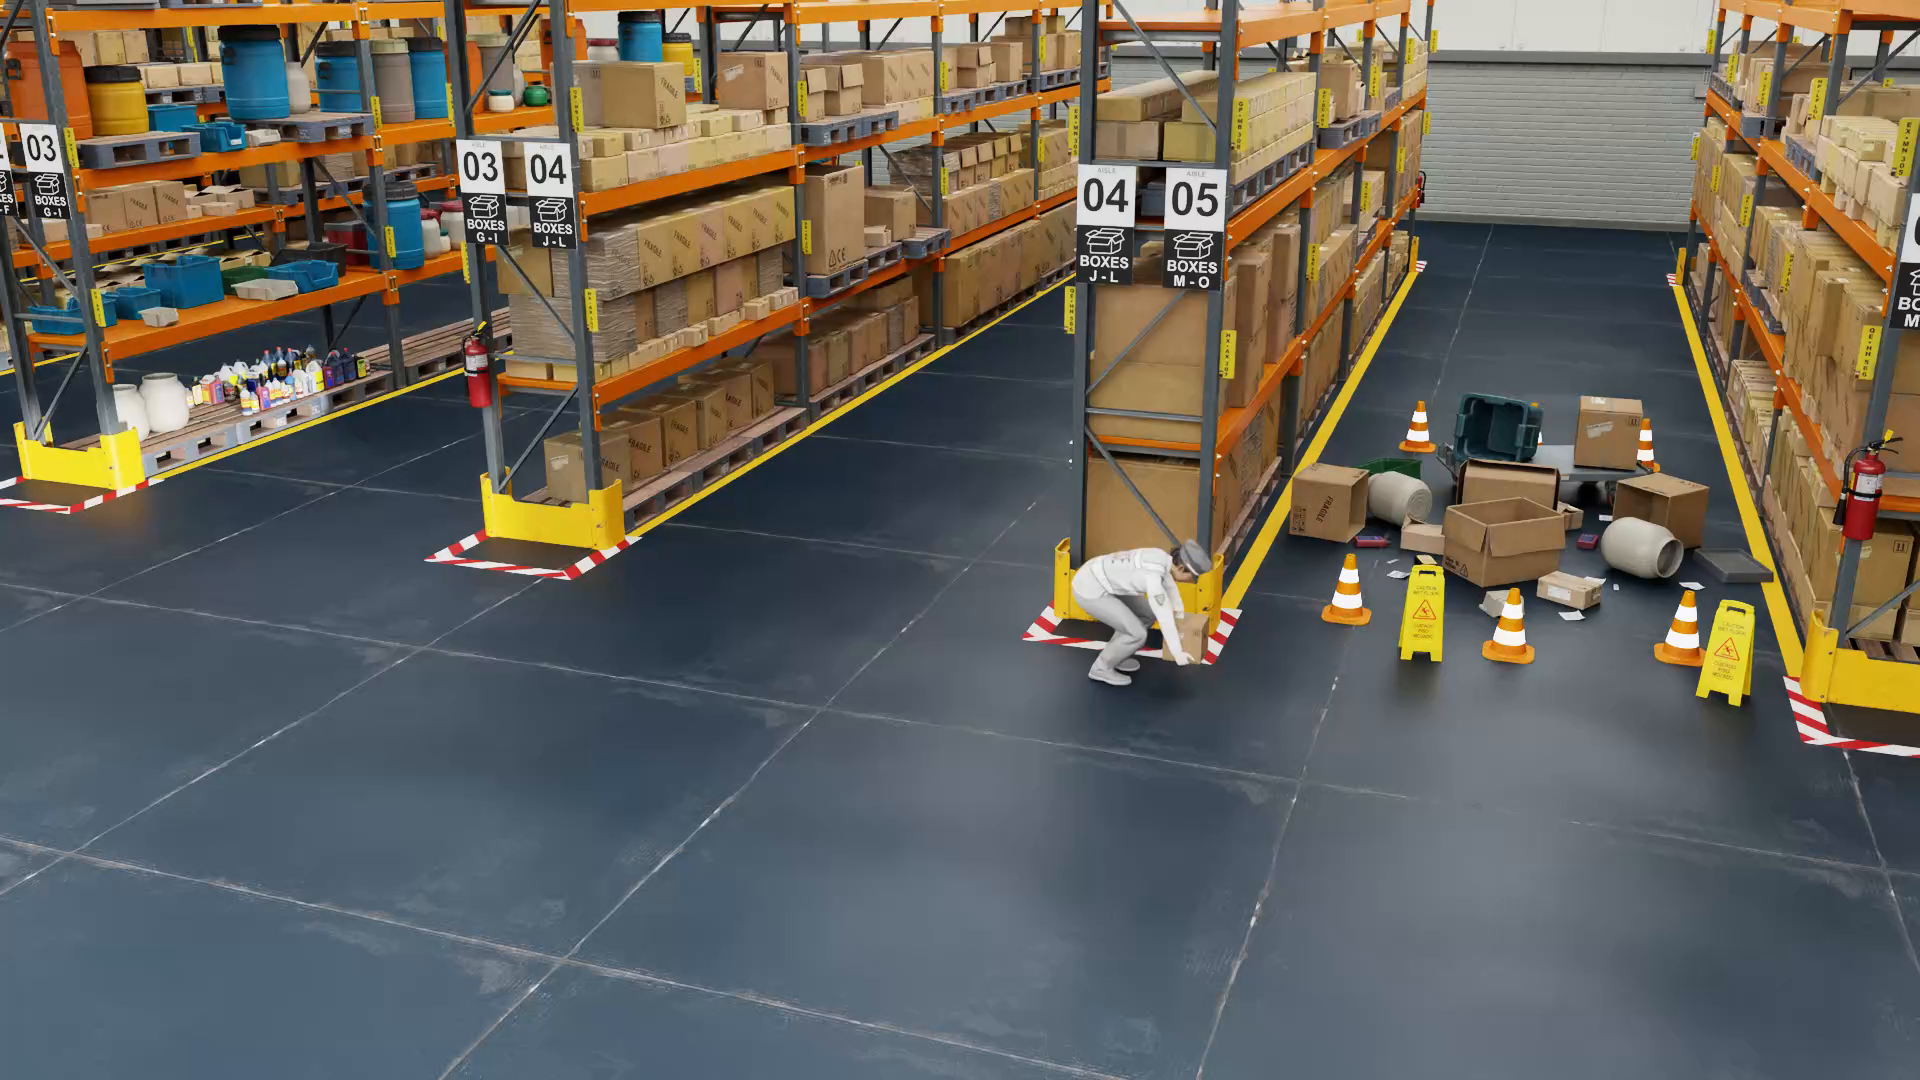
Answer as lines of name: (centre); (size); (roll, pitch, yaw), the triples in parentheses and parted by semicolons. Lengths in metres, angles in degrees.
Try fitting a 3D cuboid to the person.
person: (1.177, 0.446, 10.823); (0.903, 0.981, 0.468); (6, 20, 16)
